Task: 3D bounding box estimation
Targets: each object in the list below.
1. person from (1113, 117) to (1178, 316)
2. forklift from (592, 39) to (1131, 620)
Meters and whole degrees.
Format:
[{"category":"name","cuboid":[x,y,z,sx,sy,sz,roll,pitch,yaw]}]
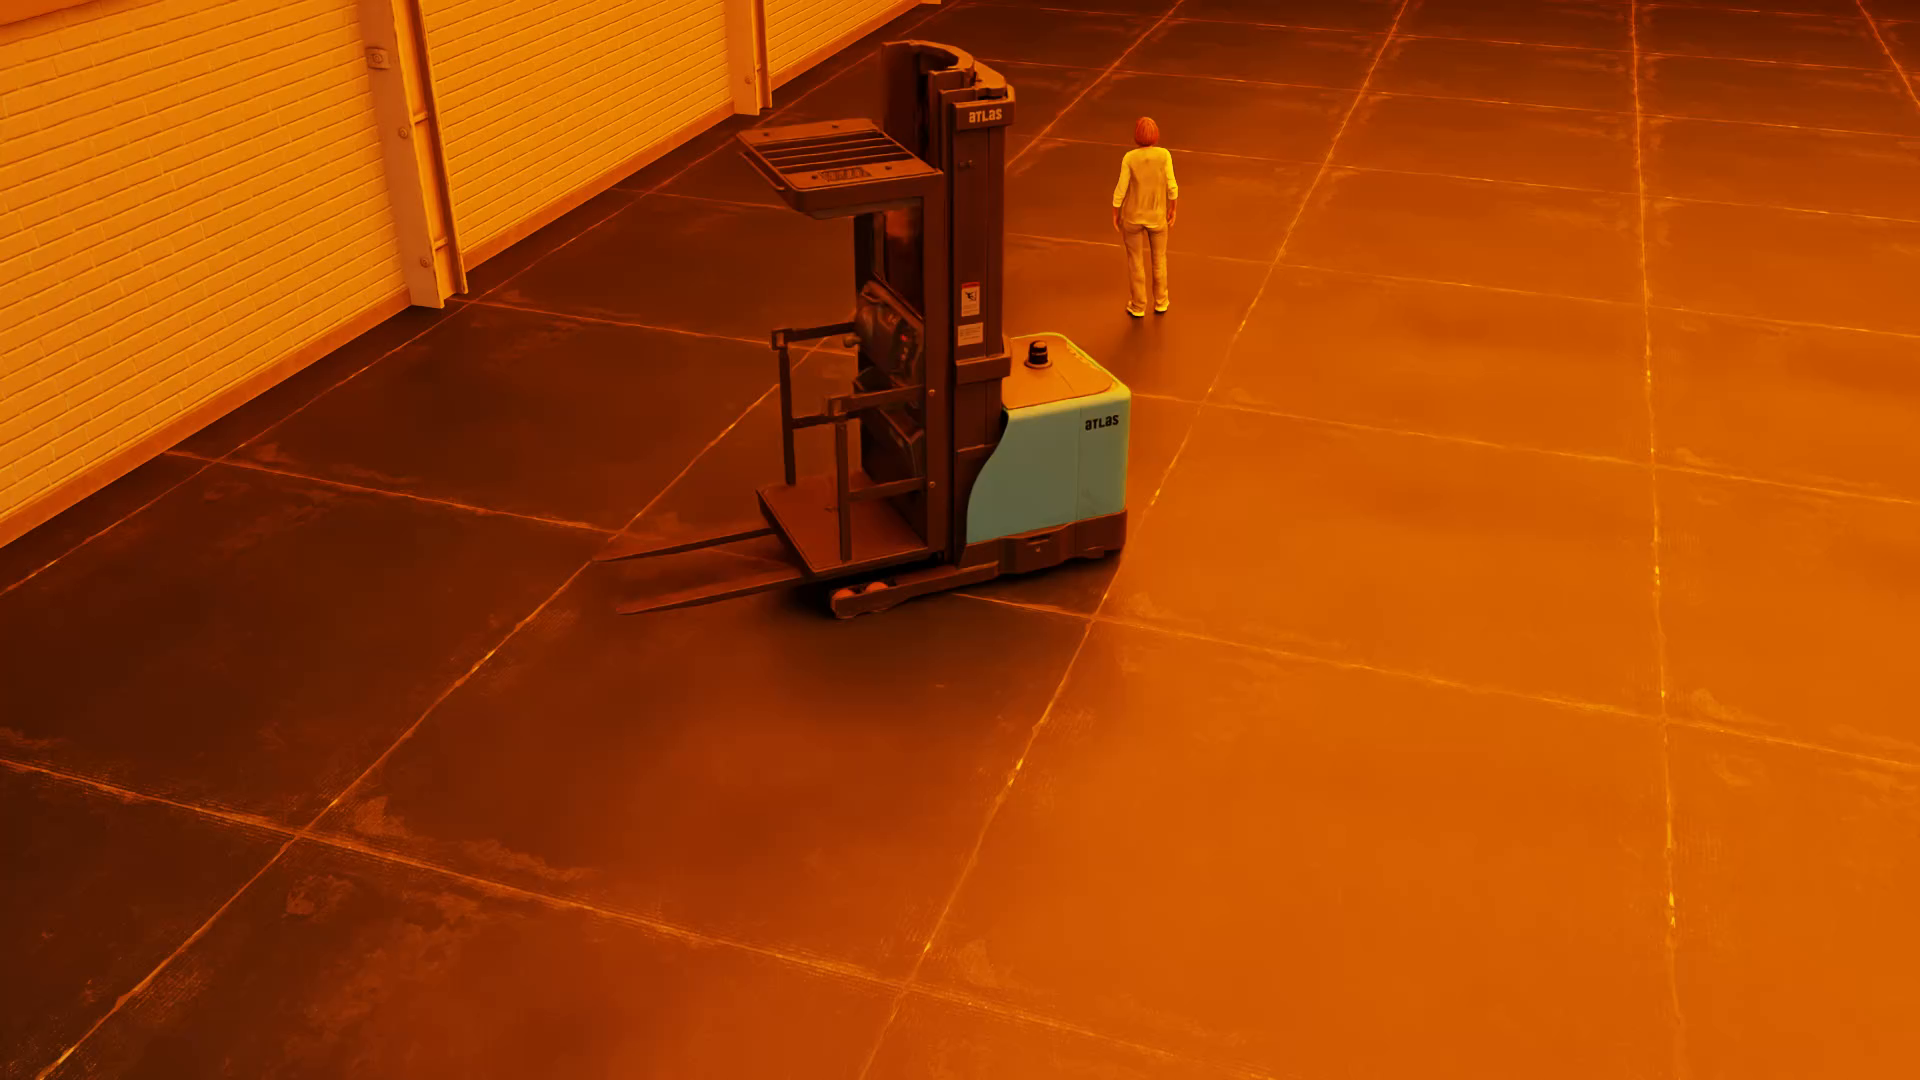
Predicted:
[{"category":"person","cuboid":[1.428,-2.507,12.882,0.519,1.583,0.474,0,30,-1]},{"category":"forklift","cuboid":[-0.578,-1.125,9.111,3.031,2.935,1.130,-12,32,-20]}]
